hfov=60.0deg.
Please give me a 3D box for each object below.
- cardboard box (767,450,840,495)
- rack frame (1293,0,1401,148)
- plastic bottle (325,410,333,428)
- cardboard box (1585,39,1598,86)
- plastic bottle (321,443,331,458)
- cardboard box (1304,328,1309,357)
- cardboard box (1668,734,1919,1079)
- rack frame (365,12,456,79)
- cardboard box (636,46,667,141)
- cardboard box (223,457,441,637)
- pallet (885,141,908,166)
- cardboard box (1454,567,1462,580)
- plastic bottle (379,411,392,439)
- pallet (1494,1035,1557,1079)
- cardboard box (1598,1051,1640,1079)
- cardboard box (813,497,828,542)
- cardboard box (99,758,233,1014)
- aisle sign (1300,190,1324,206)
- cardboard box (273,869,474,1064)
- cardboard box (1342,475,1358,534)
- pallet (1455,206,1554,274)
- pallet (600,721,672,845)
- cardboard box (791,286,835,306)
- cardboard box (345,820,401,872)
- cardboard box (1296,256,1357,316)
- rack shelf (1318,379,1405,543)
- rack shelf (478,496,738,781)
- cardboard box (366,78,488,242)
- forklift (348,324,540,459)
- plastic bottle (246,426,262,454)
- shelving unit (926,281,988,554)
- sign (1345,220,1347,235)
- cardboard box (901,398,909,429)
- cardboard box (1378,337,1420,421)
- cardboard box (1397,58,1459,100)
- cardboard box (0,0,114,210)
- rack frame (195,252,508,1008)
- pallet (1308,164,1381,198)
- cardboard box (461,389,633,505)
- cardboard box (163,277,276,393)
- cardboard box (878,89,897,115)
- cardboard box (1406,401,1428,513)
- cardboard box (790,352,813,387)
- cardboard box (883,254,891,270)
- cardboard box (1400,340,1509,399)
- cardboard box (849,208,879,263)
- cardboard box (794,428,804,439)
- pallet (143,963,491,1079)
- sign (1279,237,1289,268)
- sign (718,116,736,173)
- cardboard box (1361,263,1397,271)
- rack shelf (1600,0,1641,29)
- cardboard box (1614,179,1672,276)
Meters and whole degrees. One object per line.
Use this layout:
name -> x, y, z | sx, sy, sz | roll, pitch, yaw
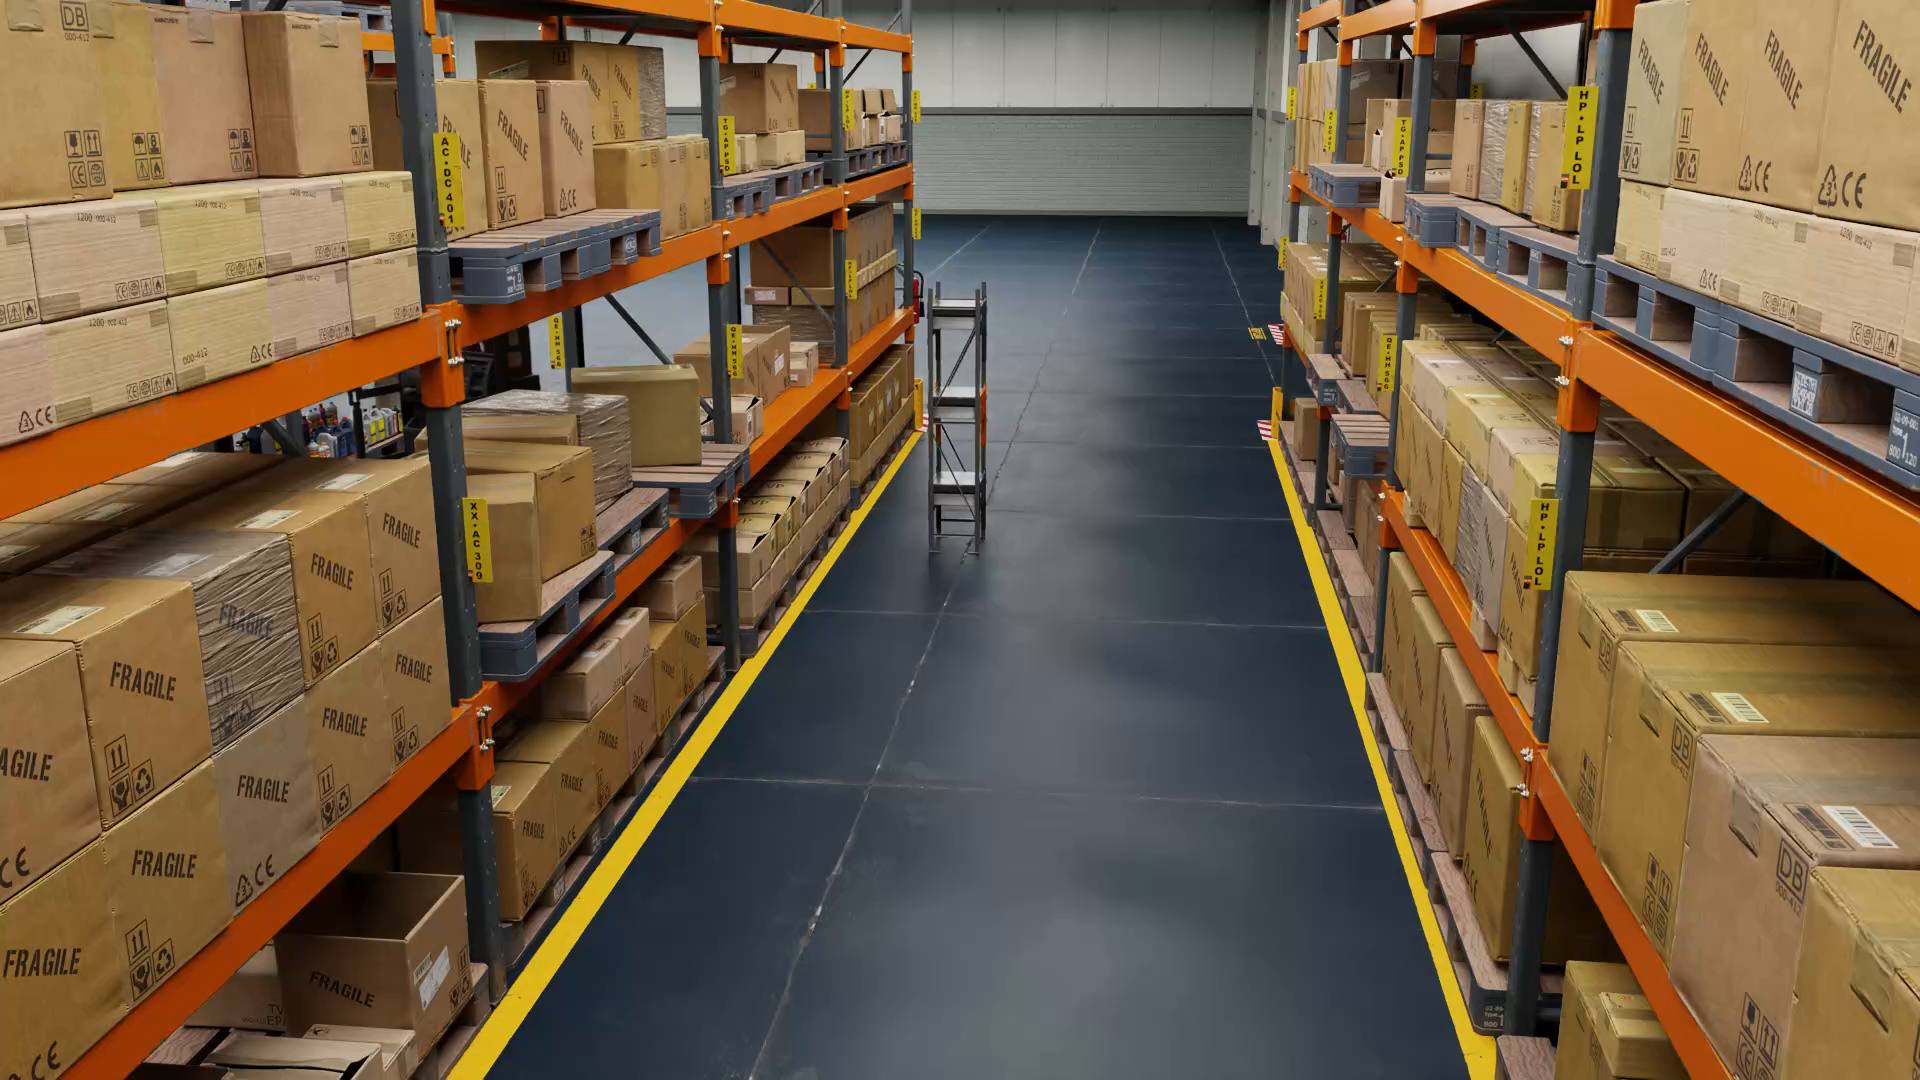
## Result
cardboard box -> -1.267, -0.567, 13.401 | 0.500, 0.311, 0.500 | 2, 15, 8
rack frame -> 3.920, -5.458, 16.607 | 1.000, 3.000, 0.127 | 2, 15, 6
plastic bottle -> -6.450, -1.227, 16.972 | 0.097, 0.201, 0.097 | 0, 15, 0
cardboard box -> 2.843, -1.888, 6.681 | 0.500, 0.250, 0.500 | 1, 15, 5
plastic bottle -> -5.881, -0.800, 15.393 | 0.097, 0.201, 0.097 | 0, 15, 0
cardboard box -> 3.285, -1.722, 14.534 | 0.500, 0.250, 0.500 | 2, 15, 7
cardboard box -> 2.328, 0.924, 3.924 | 0.980, 0.700, 0.700 | 1, 15, 4
rack frame -> -5.924, -5.750, 17.686 | 1.000, 3.000, 0.127 | 2, 15, 6
cardboard box -> -1.961, -2.498, 9.300 | 0.500, 0.500, 0.500 | 2, 15, 6
cardboard box -> -2.157, 0.013, 5.759 | 0.500, 0.500, 0.500 | 2, 15, 7
pallet -> -1.108, -3.930, 16.870 | 1.003, 0.211, 1.213 | 2, 15, 6
cardboard box -> 2.587, 0.101, 7.984 | 0.380, 0.149, 0.250 | 2, 15, 7
plastic bottle -> -5.767, -1.161, 16.586 | 0.152, 0.276, 0.135 | 1, 15, 5
pallet -> 2.402, 2.091, 5.523 | 1.003, 0.211, 1.213 | 2, 15, 6
cardboard box -> 2.319, 1.876, 4.964 | 0.700, 0.500, 0.500 | 2, 15, 6
cardboard box -> -1.329, -0.165, 12.988 | 0.500, 0.250, 0.500 | 2, 15, 8
cardboard box -> -2.326, 0.894, 4.419 | 0.500, 0.500, 0.500 | 2, 15, 7
aisle sign -> 3.630, -3.844, 17.152 | 0.394, 0.787, 0.004 | 2, 15, 6
cardboard box -> -2.139, 1.556, 6.107 | 0.500, 0.500, 0.500 | 2, 15, 6
cardboard box -> 3.402, -0.339, 13.114 | 0.700, 0.500, 0.500 | 2, 15, 8
pallet -> 2.874, -1.385, 7.653 | 1.003, 0.211, 1.213 | 2, 15, 9
pallet -> -2.167, 1.222, 8.738 | 1.003, 0.211, 1.213 | 2, 15, 6
cardboard box -> -1.231, -2.095, 14.228 | 0.380, 0.149, 0.250 | 2, 15, 6
cardboard box -> -2.586, 1.263, 7.189 | 0.500, 0.500, 0.500 | 2, 15, 6
cardboard box -> 3.391, -2.350, 15.419 | 0.500, 0.500, 0.500 | 2, 15, 8
rack shelf -> 3.243, -0.658, 11.729 | 1.077, 0.370, 4.000 | 2, 15, 6
rack shelf -> -2.131, 0.234, 8.428 | 1.077, 0.370, 4.000 | 2, 15, 6
cardboard box -> -2.227, -1.470, 6.418 | 0.600, 0.600, 0.600 | 0, 15, 1
forklift -> -4.083, -1.263, 12.717 | 1.130, 2.935, 3.031 | 9, 17, 29
plastic bottle -> -6.589, -0.925, 15.570 | 0.144, 0.351, 0.185 | 1, 15, 5
shelving unit -> -0.019, -0.971, 13.229 | 0.431, 2.100, 0.503 | 2, 15, 6
sign -> 5.859, -4.708, 25.260 | 0.001, 0.329, 0.234 | 2, 15, 6
cardboard box -> -0.814, -1.304, 17.202 | 0.500, 0.250, 0.500 | 2, 15, 6
cardboard box -> 3.096, -1.016, 10.637 | 0.700, 0.500, 0.500 | 0, 15, 1
cardboard box -> 3.808, -3.632, 13.454 | 0.500, 0.500, 0.500 | 2, 15, 7
cardboard box -> -2.527, -1.057, 3.970 | 0.700, 0.500, 0.500 | 2, 15, 6
rack frame -> -2.357, 0.406, 6.416 | 1.000, 3.000, 0.127 | 2, 15, 6
pallet -> 3.293, -2.725, 12.606 | 1.213, 0.211, 1.003 | 2, 15, 6
cardboard box -> -2.157, -0.485, 8.712 | 0.700, 0.500, 0.500 | 5, 16, 17
cardboard box -> -2.262, -0.577, 4.589 | 0.500, 0.250, 0.500 | 2, 15, 6
cardboard box -> -1.072, -4.326, 16.897 | 0.797, 0.503, 0.637 | 3, 15, 10
cardboard box -> 2.640, -0.434, 8.723 | 0.500, 0.500, 0.500 | 2, 15, 8
cardboard box -> -1.371, -1.371, 13.243 | 0.396, 0.266, 0.258 | 1, 15, 5
cardboard box -> -0.913, -2.829, 16.944 | 0.380, 0.149, 0.250 | 1, 15, 5
cardboard box -> 2.706, -0.933, 9.129 | 0.500, 0.250, 0.500 | 2, 15, 8
cardboard box -> -1.184, -2.980, 16.258 | 0.700, 0.500, 0.500 | 2, 15, 6
cardboard box -> -1.551, -1.163, 15.242 | 0.500, 0.500, 0.500 | 2, 15, 6
pallet -> -2.435, 1.930, 6.121 | 1.003, 0.211, 1.213 | 2, 15, 6
sign -> 3.381, -2.996, 17.336 | 0.100, 0.325, 0.005 | 2, 15, 6
sign -> -1.366, -2.313, 9.732 | 0.100, 0.325, 0.005 | 2, 15, 6
cardboard box -> 3.853, -2.203, 14.873 | 0.500, 0.500, 0.500 | 2, 15, 8
rack shelf -> 2.340, -1.286, 3.324 | 1.077, 0.370, 4.000 | 2, 15, 6
cardboard box -> 2.226, -0.905, 4.806 | 0.500, 0.250, 0.500 | 2, 15, 6
